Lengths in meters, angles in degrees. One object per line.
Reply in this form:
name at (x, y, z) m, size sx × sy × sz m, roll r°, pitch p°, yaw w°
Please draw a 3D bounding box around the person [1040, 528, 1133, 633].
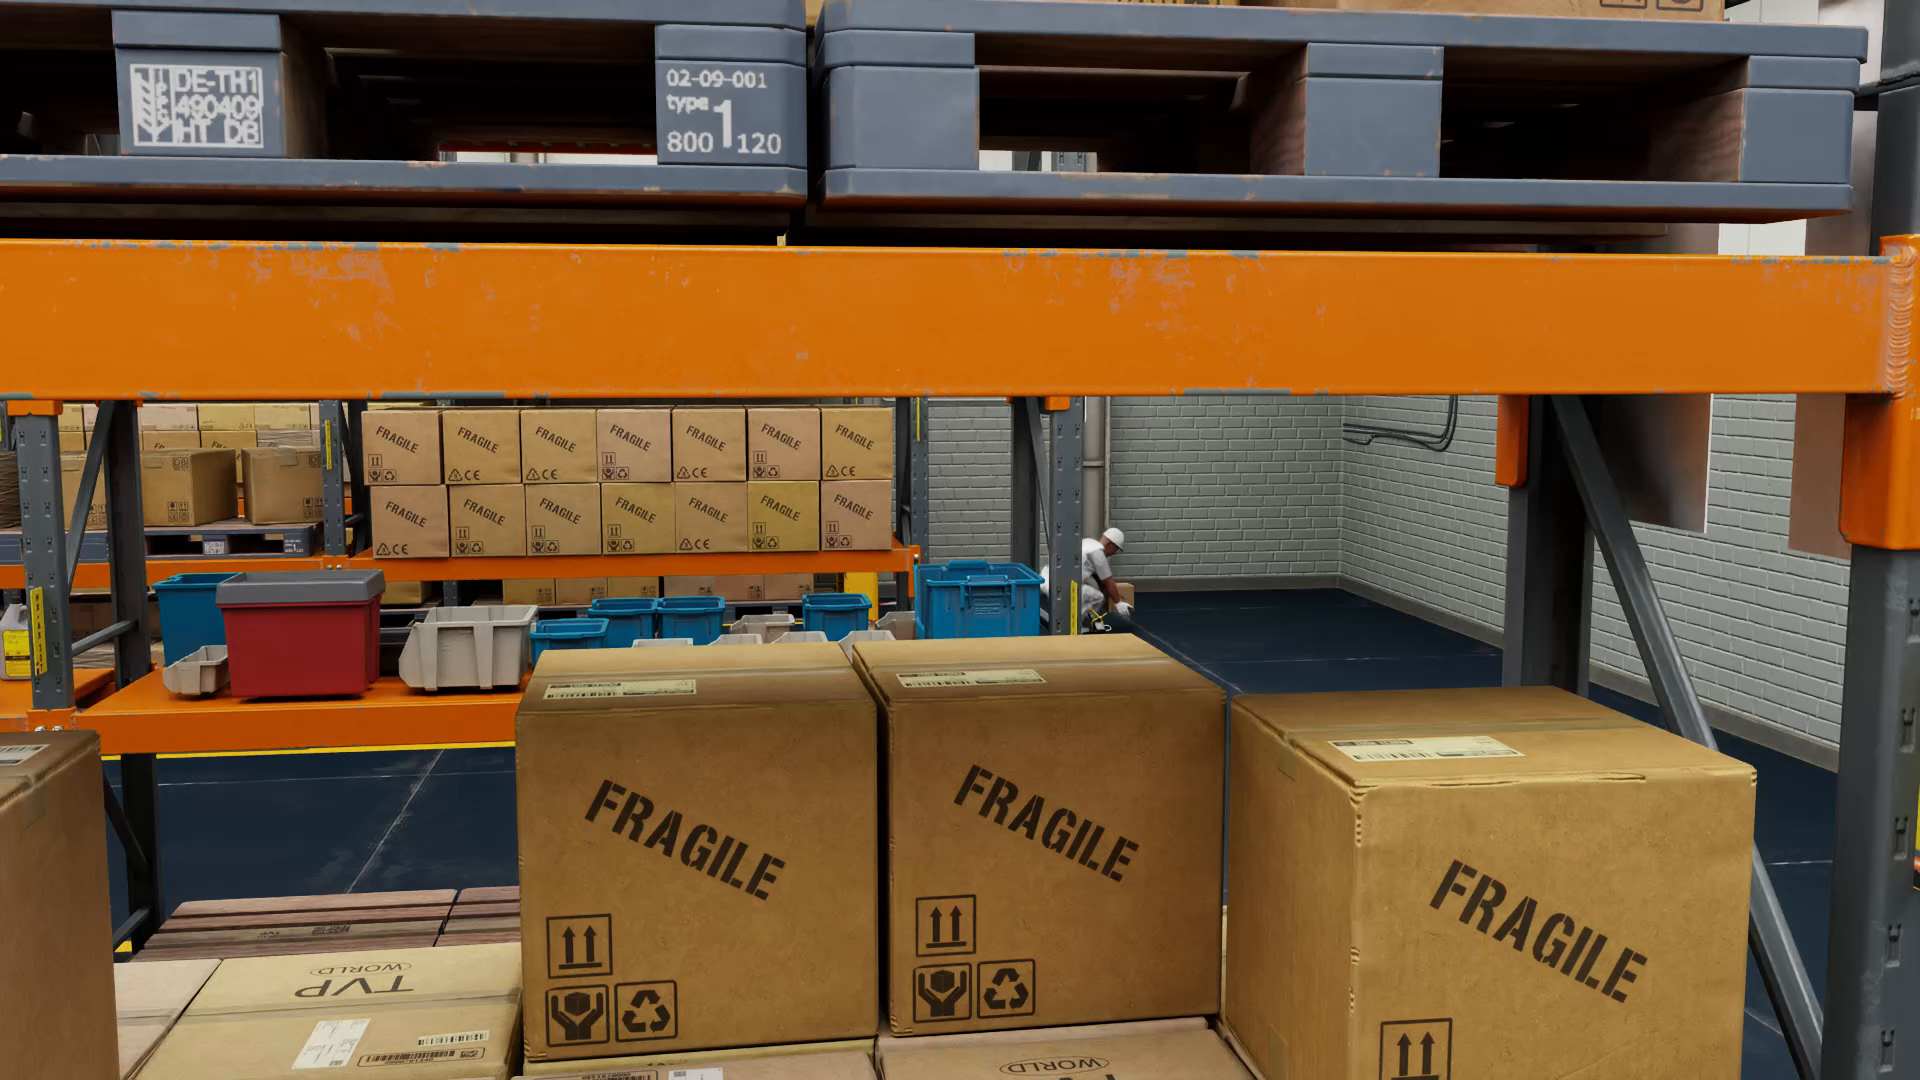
person at (1.206, 0.392, 16.164) m, size 0.916 × 1.004 × 0.560 m, roll -1°, pitch 6°, yaw -10°
